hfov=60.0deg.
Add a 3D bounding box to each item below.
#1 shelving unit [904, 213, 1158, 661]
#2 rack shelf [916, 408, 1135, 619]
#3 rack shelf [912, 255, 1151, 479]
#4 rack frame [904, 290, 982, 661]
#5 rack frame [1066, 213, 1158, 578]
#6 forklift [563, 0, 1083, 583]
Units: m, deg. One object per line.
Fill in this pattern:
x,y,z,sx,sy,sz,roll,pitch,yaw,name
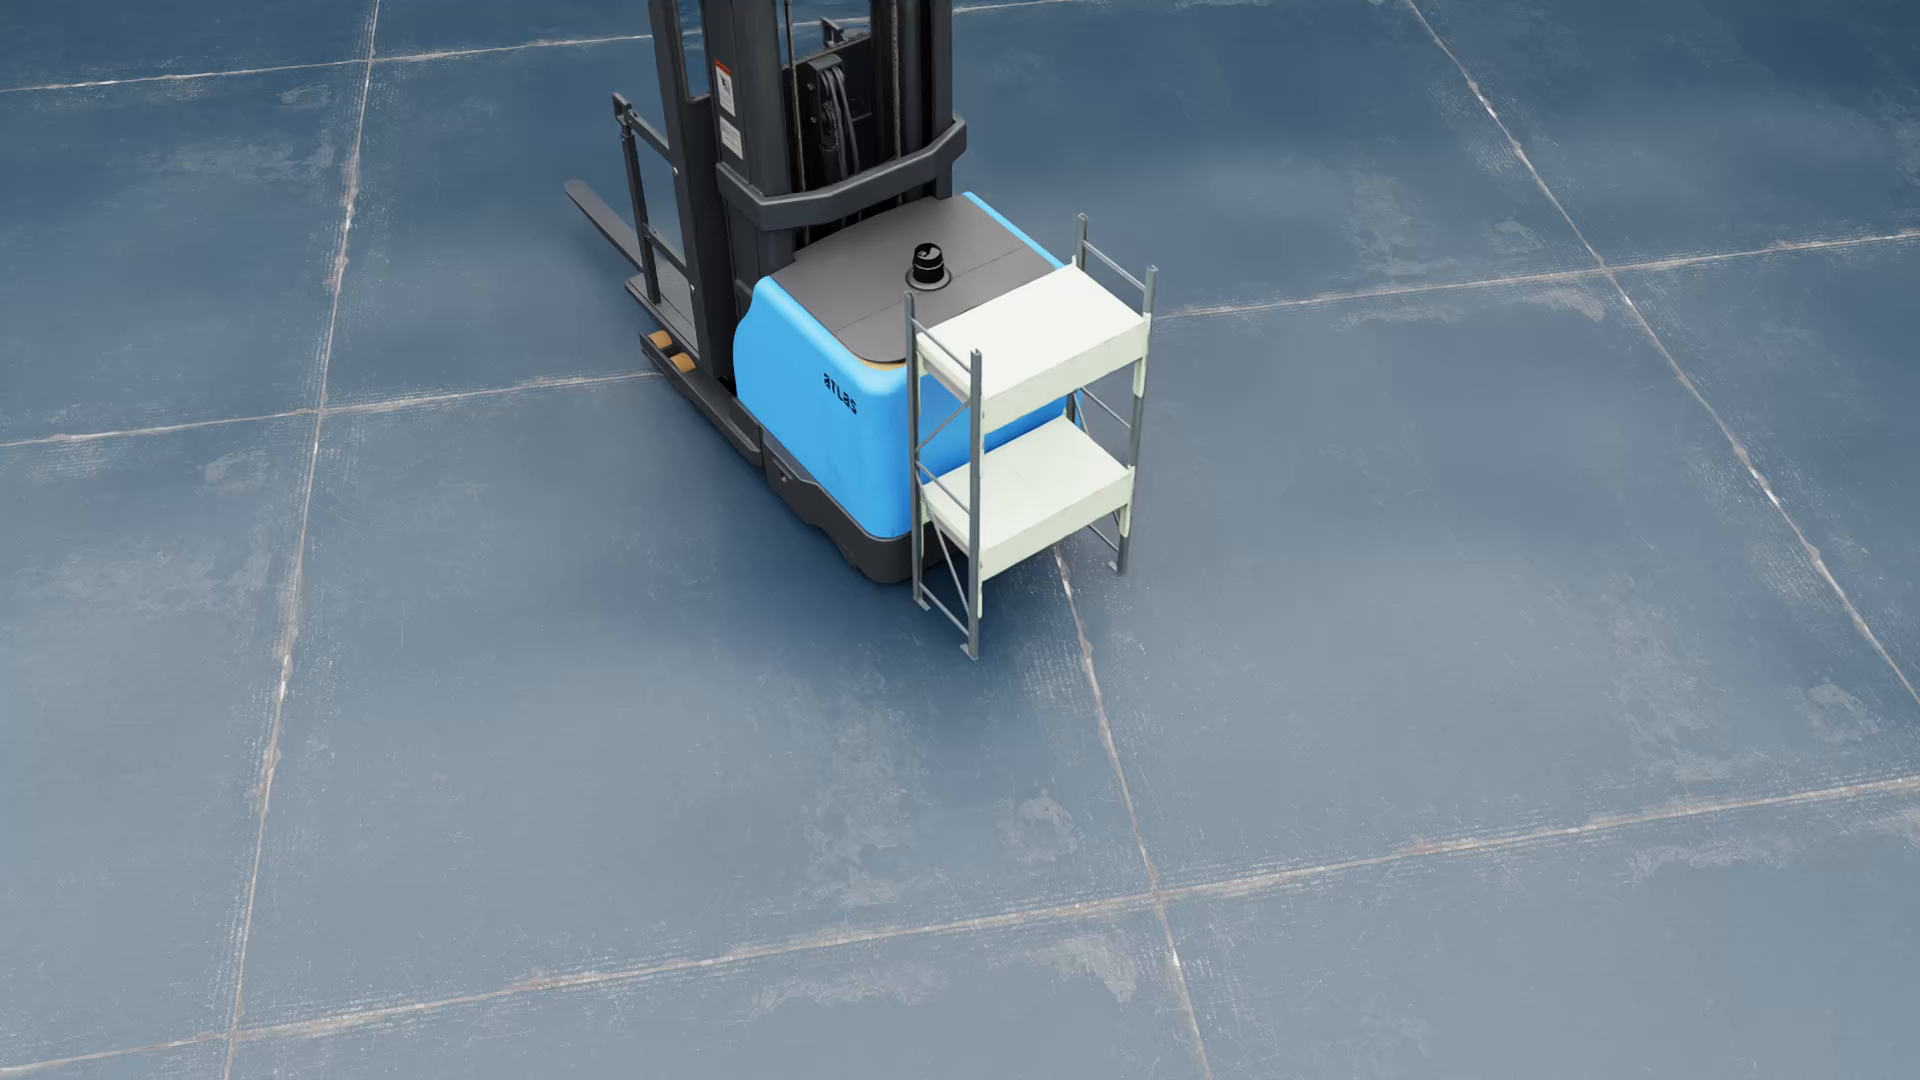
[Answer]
0.238,-0.336,6.032,0.755,1.500,0.431,-28,52,-24,shelving unit
0.238,-0.109,6.267,0.720,0.370,0.431,-28,52,-24,rack shelf
0.238,-0.606,5.751,0.720,0.370,0.431,-28,52,-24,rack shelf
-0.057,-0.180,5.882,0.023,1.500,0.400,-28,52,-24,rack frame
0.534,-0.491,6.182,0.023,1.500,0.400,-28,52,-24,rack frame
-0.776,-1.869,6.515,1.130,2.935,3.031,-28,52,-24,forklift
